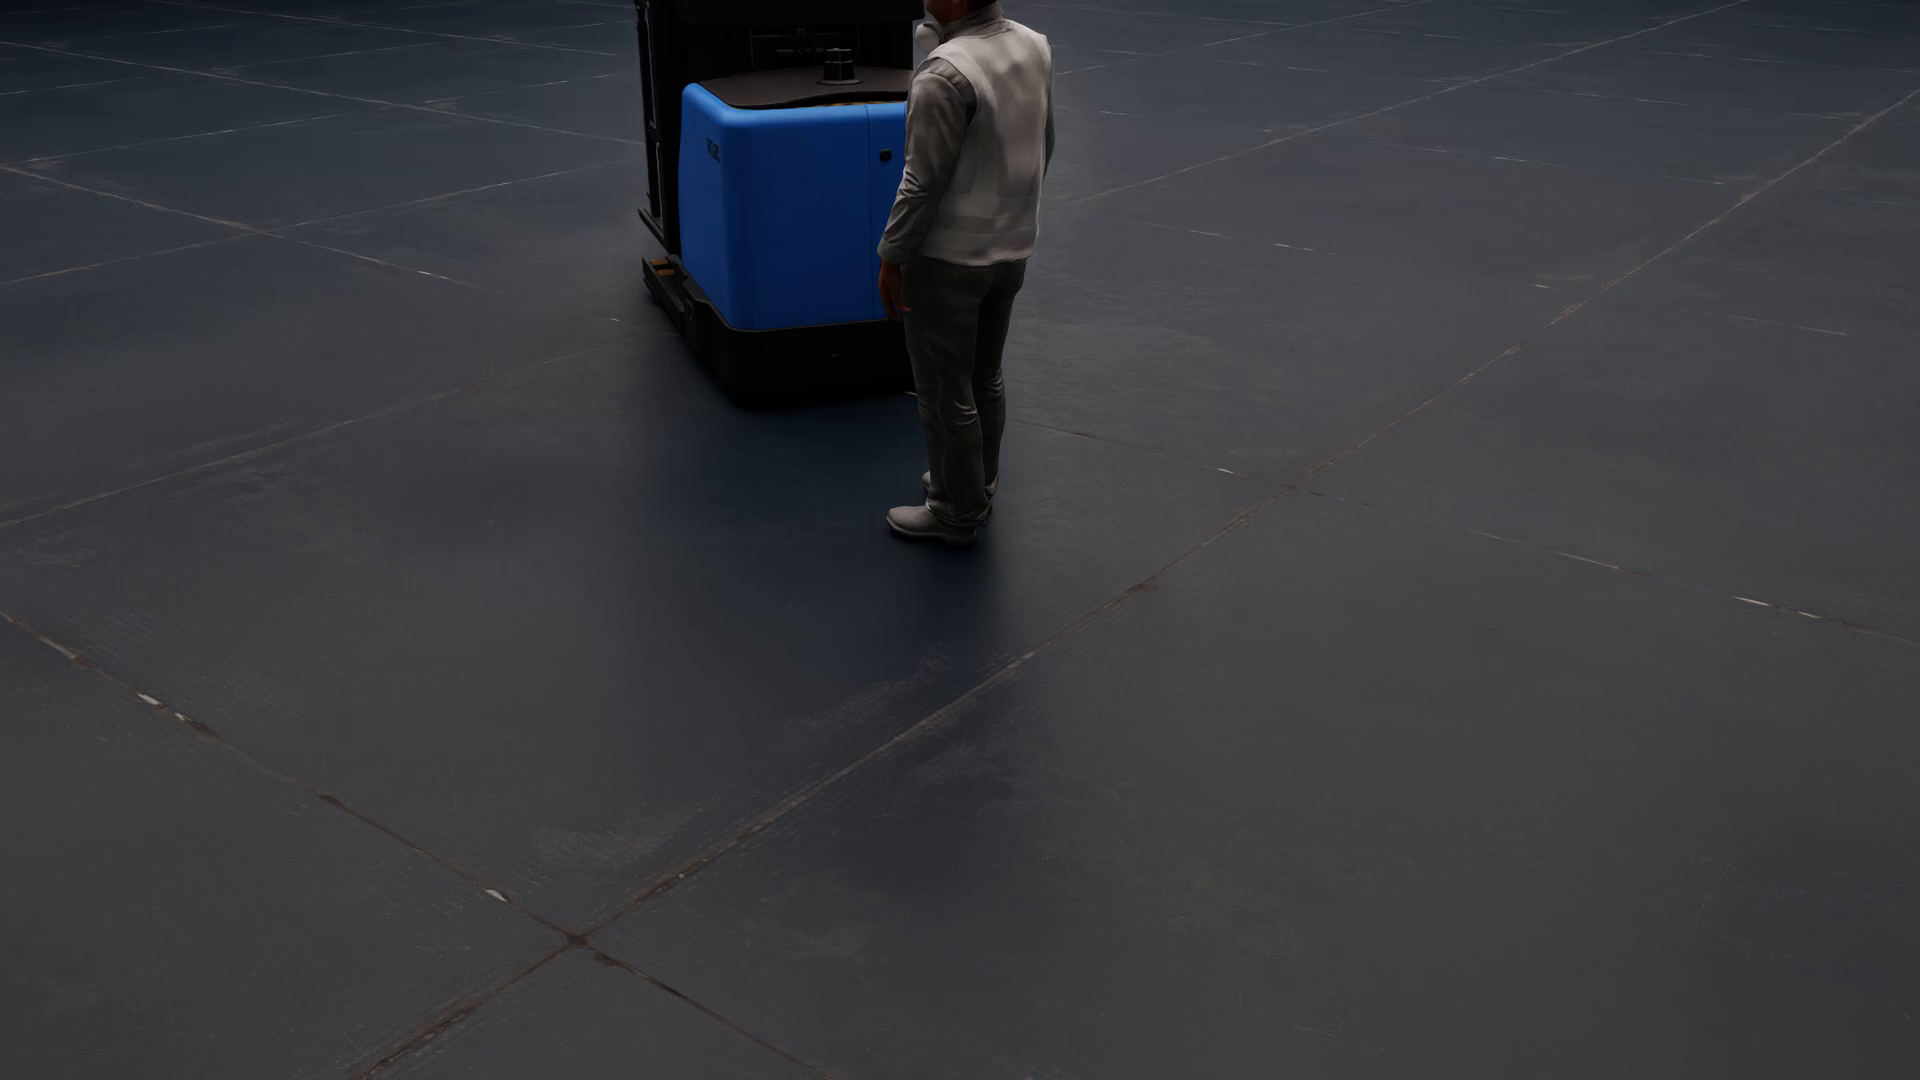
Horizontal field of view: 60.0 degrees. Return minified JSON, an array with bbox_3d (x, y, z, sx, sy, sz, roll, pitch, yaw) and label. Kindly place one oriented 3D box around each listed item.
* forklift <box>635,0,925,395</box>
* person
[{"bbox_3d":[-0.809,-2.432,6.939,1.130,2.935,3.031,-8,25,-17],"label":"forklift"},{"bbox_3d":[-0.044,-0.838,4.698,0.568,1.773,0.632,17,29,34],"label":"person"}]
